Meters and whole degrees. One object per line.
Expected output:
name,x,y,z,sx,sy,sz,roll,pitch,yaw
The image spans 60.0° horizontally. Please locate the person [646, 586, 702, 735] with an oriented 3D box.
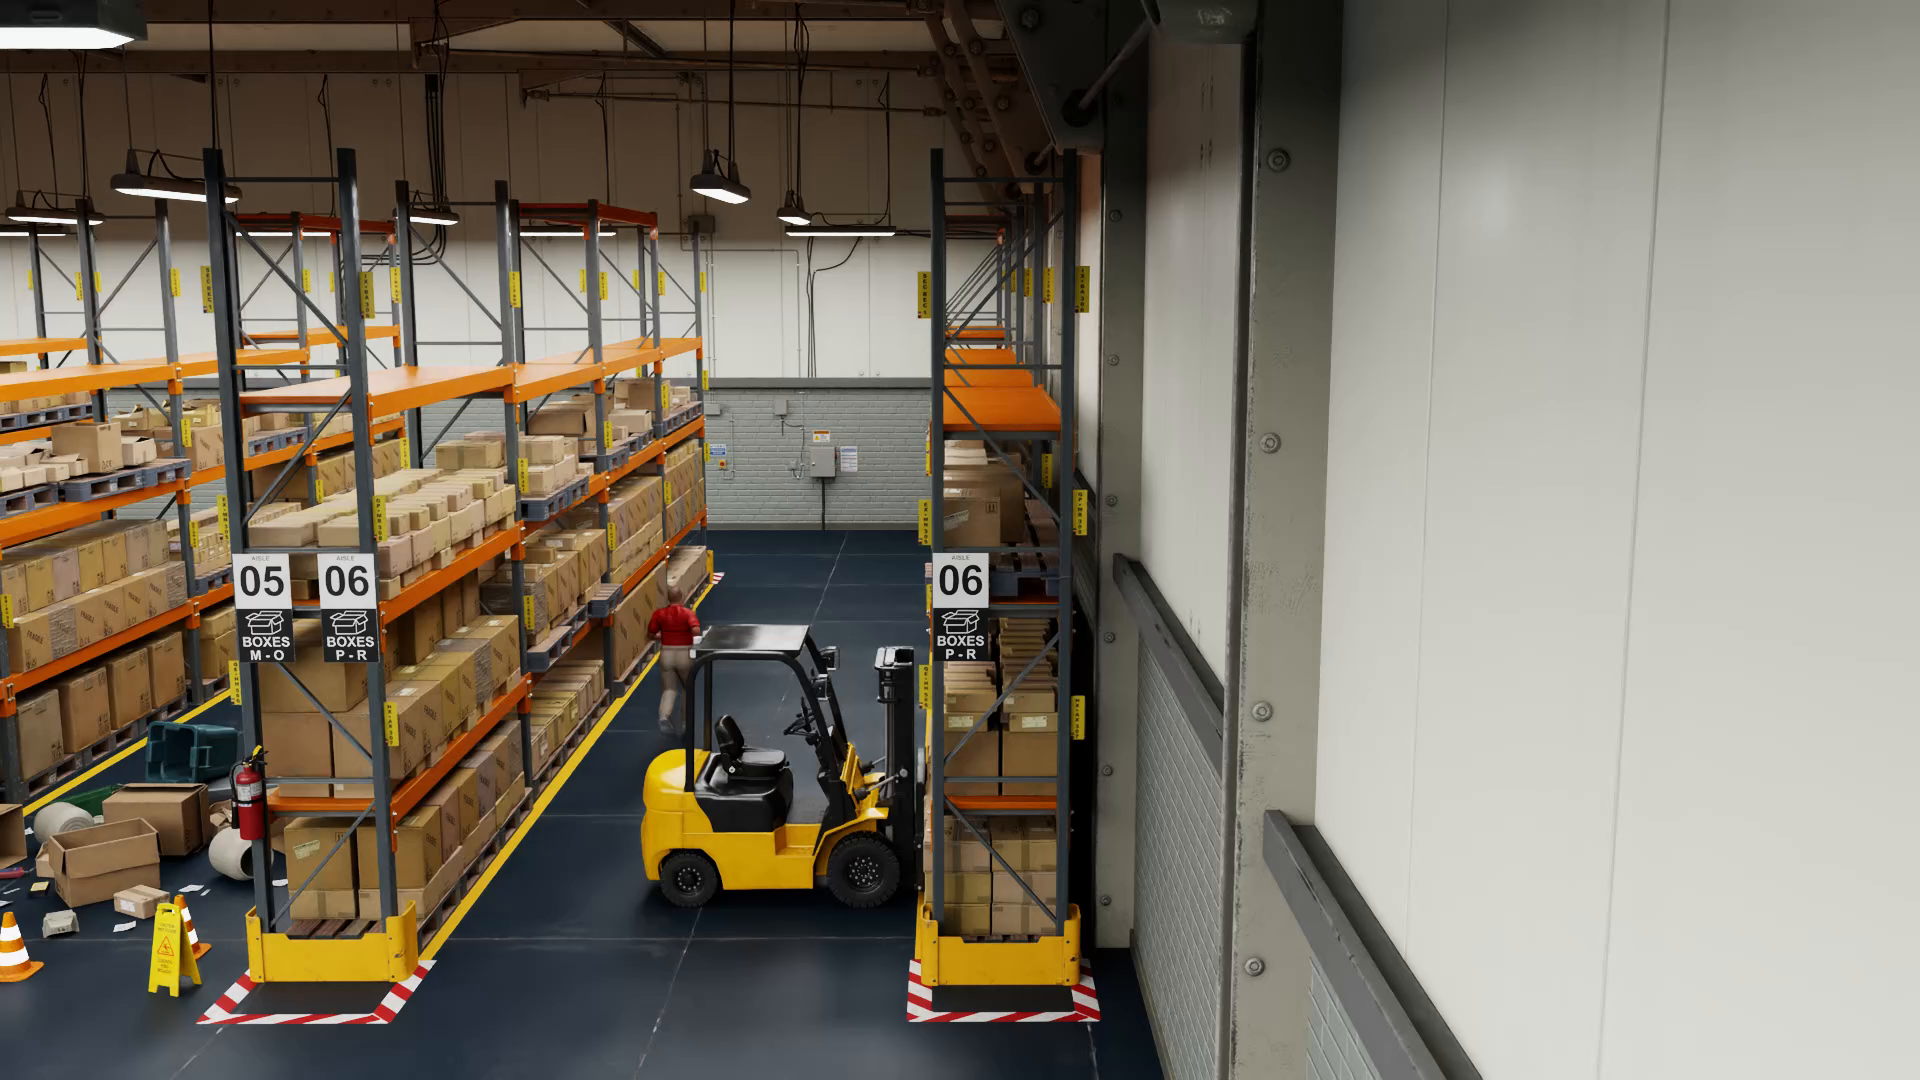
person,-3.162,1.367,18.577,0.659,1.739,0.915,0,9,2
